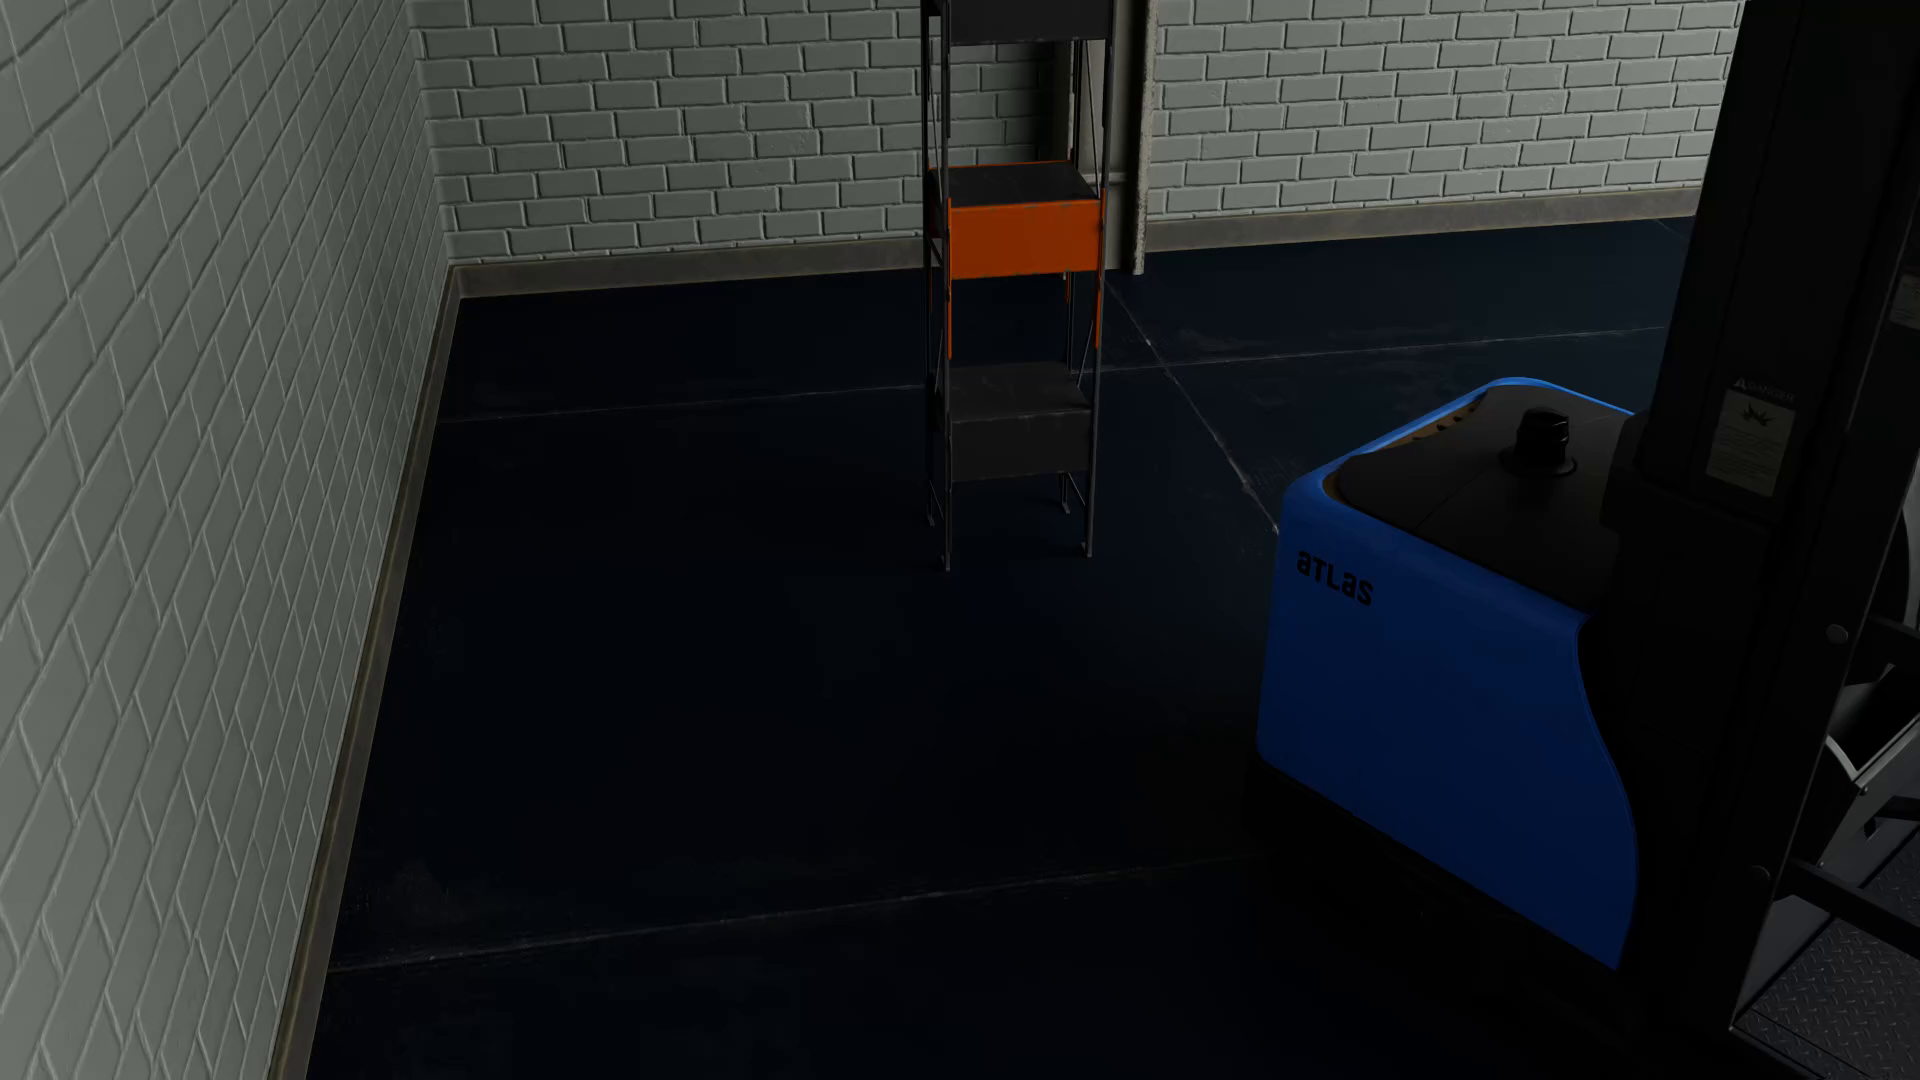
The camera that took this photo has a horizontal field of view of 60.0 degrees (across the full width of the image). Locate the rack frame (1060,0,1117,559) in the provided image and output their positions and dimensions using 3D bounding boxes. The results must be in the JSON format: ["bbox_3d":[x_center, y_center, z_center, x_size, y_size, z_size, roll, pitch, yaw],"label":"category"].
[{"bbox_3d":[0.403,-0.943,5.281,0.015,2.100,0.400,-5,31,-9],"label":"rack frame"}]

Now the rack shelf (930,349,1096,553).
[{"bbox_3d":[0.163,-0.305,5.605,0.480,0.518,0.431,-5,31,-9],"label":"rack shelf"}]

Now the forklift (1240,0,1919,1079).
[{"bbox_3d":[2.088,-0.070,2.977,1.130,2.935,3.031,-24,38,-35],"label":"forklift"}]

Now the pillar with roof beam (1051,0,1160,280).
[{"bbox_3d":[1.425,-3.055,2.068,0.400,9.000,9.100,-5,31,-9],"label":"pillar with roof beam"}]

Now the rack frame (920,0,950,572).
[{"bbox_3d":[-0.077,-0.898,5.206,0.015,2.100,0.400,-5,31,-9],"label":"rack frame"}]

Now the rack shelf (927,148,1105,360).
[{"bbox_3d":[0.163,-0.908,5.250,0.480,0.518,0.431,-5,31,-9],"label":"rack shelf"}]

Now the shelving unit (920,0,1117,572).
[{"bbox_3d":[0.163,-0.920,5.243,0.503,2.100,0.431,-5,31,-9],"label":"shelving unit"}]

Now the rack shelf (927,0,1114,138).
[{"bbox_3d":[0.163,-1.512,4.896,0.480,0.518,0.431,-5,31,-9],"label":"rack shelf"}]
